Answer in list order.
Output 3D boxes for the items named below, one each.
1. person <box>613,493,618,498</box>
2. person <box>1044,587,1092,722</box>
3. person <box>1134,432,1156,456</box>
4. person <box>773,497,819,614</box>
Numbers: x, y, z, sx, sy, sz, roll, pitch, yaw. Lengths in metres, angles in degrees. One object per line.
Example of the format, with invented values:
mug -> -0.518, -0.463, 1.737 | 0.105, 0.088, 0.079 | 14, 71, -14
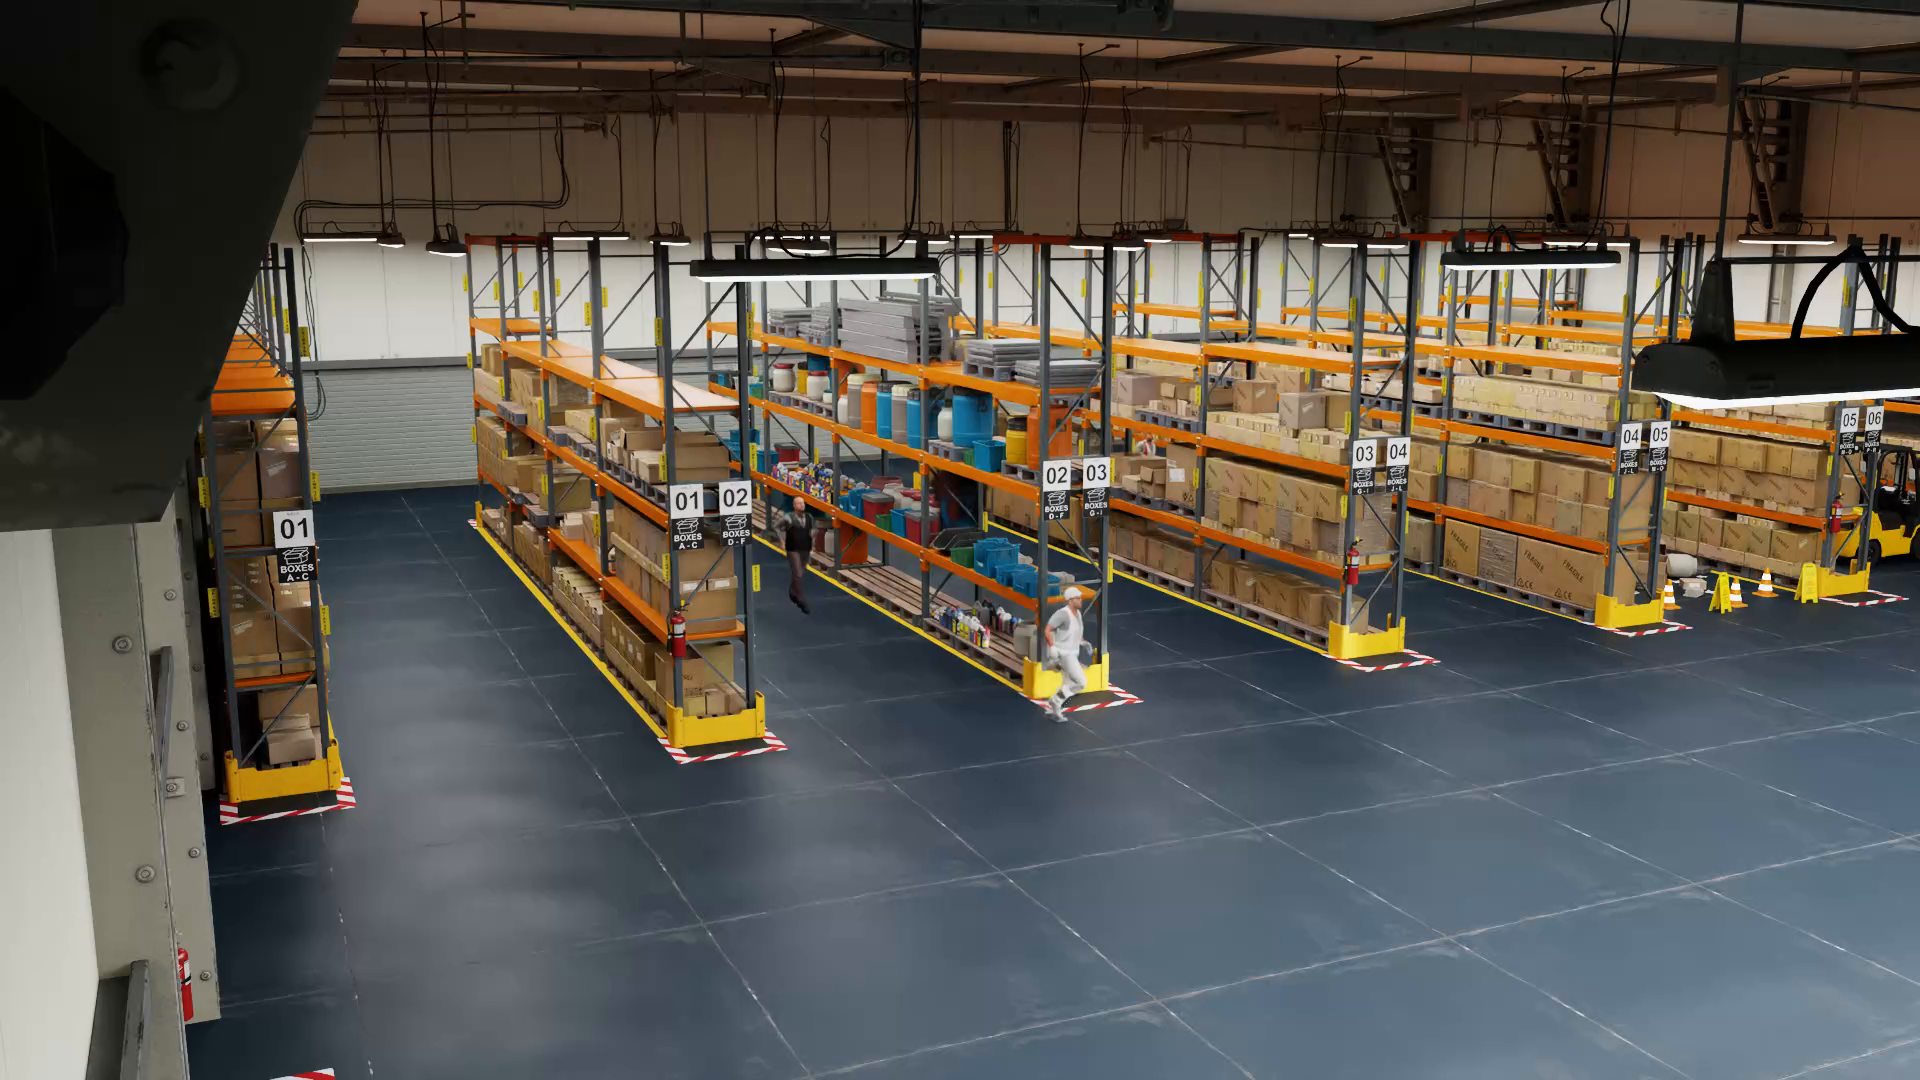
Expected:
person -> -6.447, -0.784, 32.663 | 0.708, 1.798, 0.749 | -7, 13, -34
person -> 1.389, 1.454, 21.083 | 0.578, 1.734, 0.652 | 5, 12, 25
person -> 4.080, -1.586, 36.600 | 0.686, 1.782, 1.055 | -6, 13, -30
person -> -2.495, 0.210, 25.913 | 0.646, 1.776, 0.756 | -9, 14, -39
